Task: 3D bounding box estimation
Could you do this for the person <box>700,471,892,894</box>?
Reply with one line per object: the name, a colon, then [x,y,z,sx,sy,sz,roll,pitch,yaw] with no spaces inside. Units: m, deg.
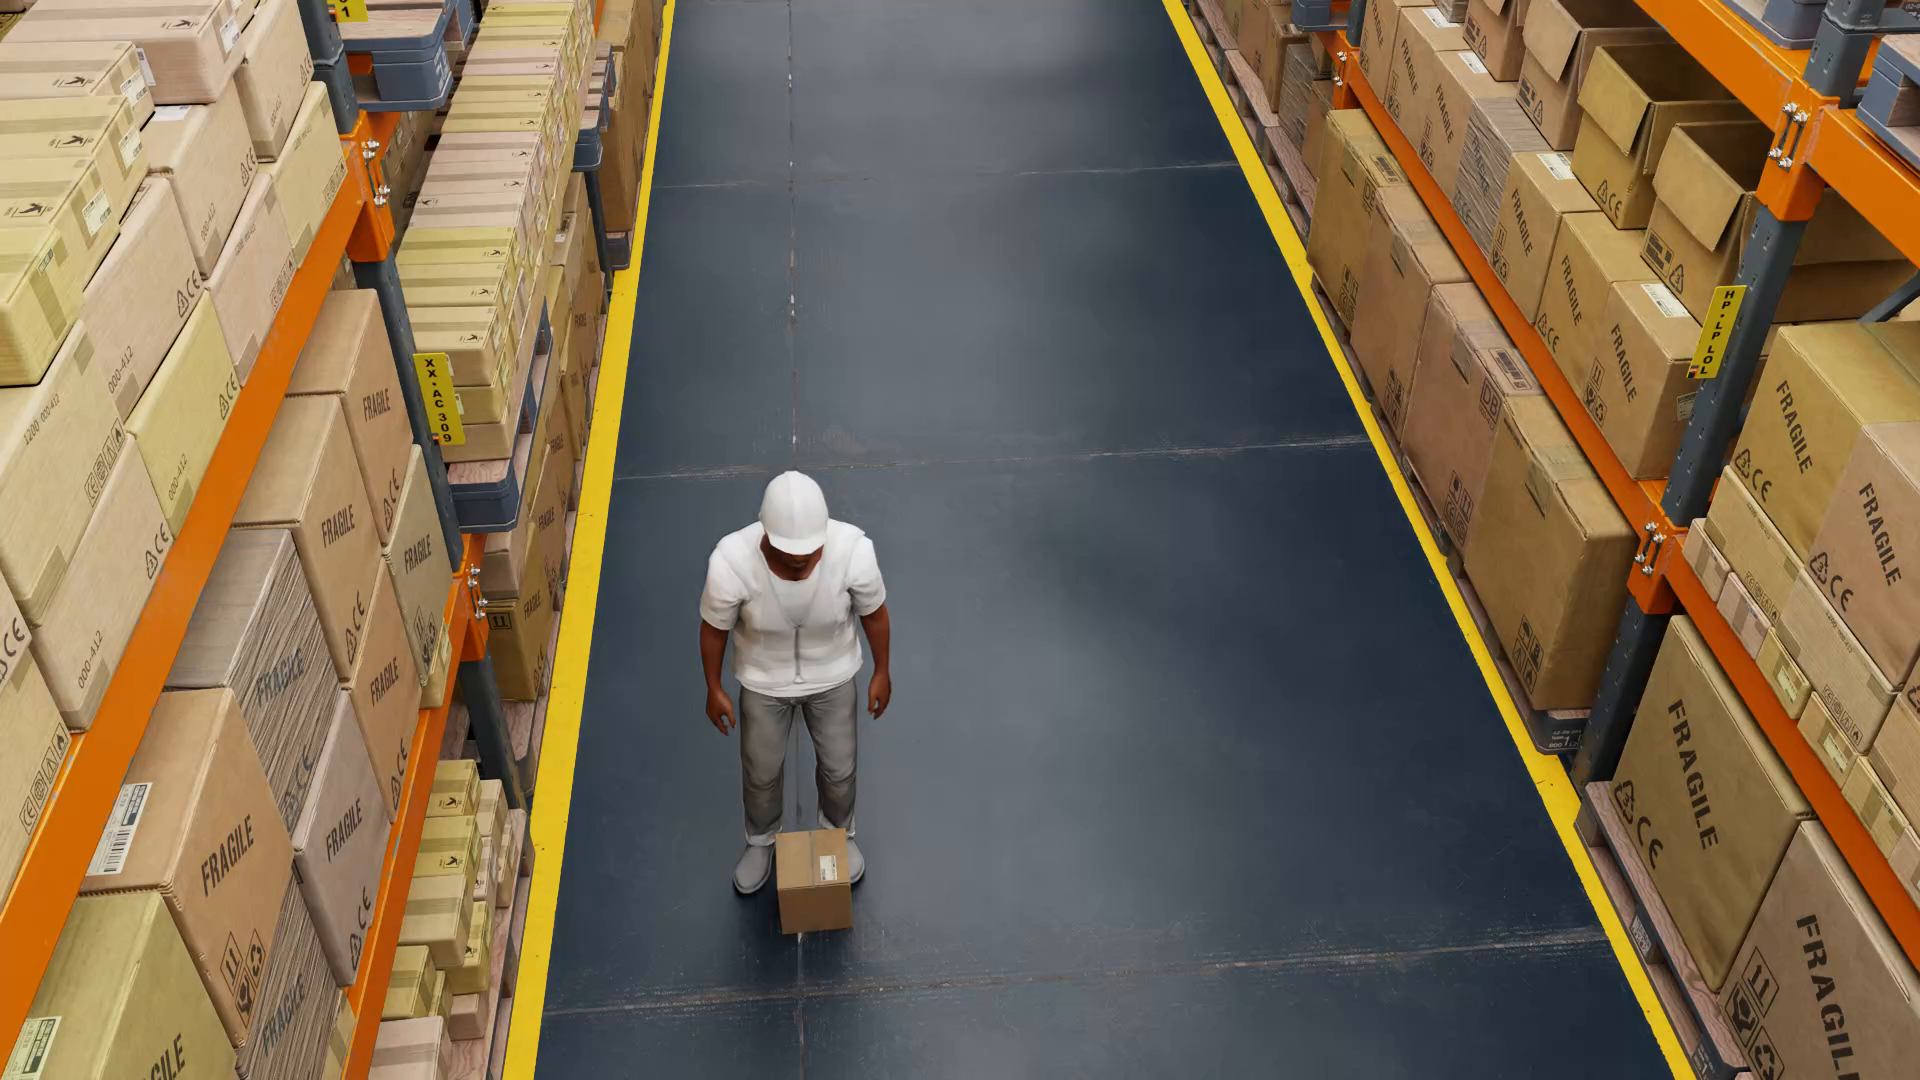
person: [-0.538,0.472,5.555,0.632,1.759,0.462,-5,39,-7]
